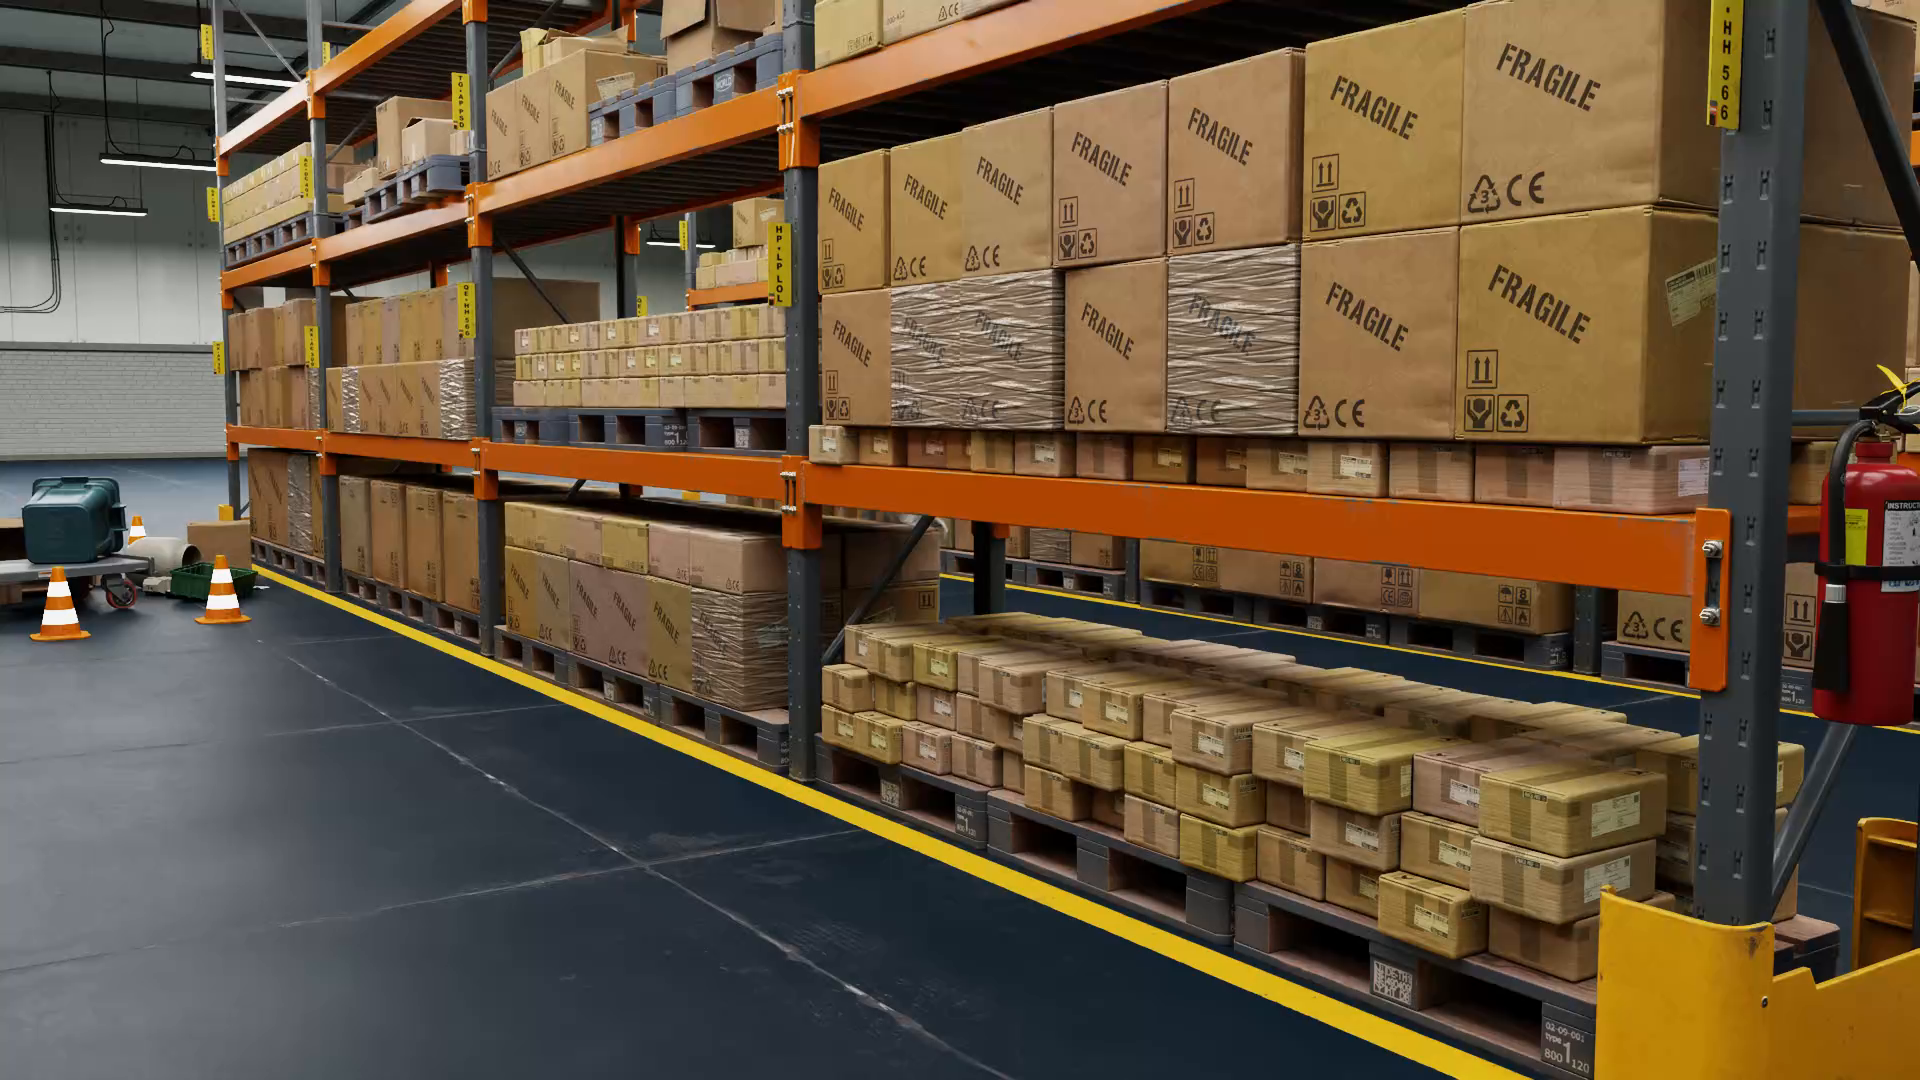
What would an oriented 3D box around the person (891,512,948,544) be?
[{"bbox_3d":[-0.220,-0.113,9.741,0.592,1.660,0.515,1,5,12],"label":"person"}]
